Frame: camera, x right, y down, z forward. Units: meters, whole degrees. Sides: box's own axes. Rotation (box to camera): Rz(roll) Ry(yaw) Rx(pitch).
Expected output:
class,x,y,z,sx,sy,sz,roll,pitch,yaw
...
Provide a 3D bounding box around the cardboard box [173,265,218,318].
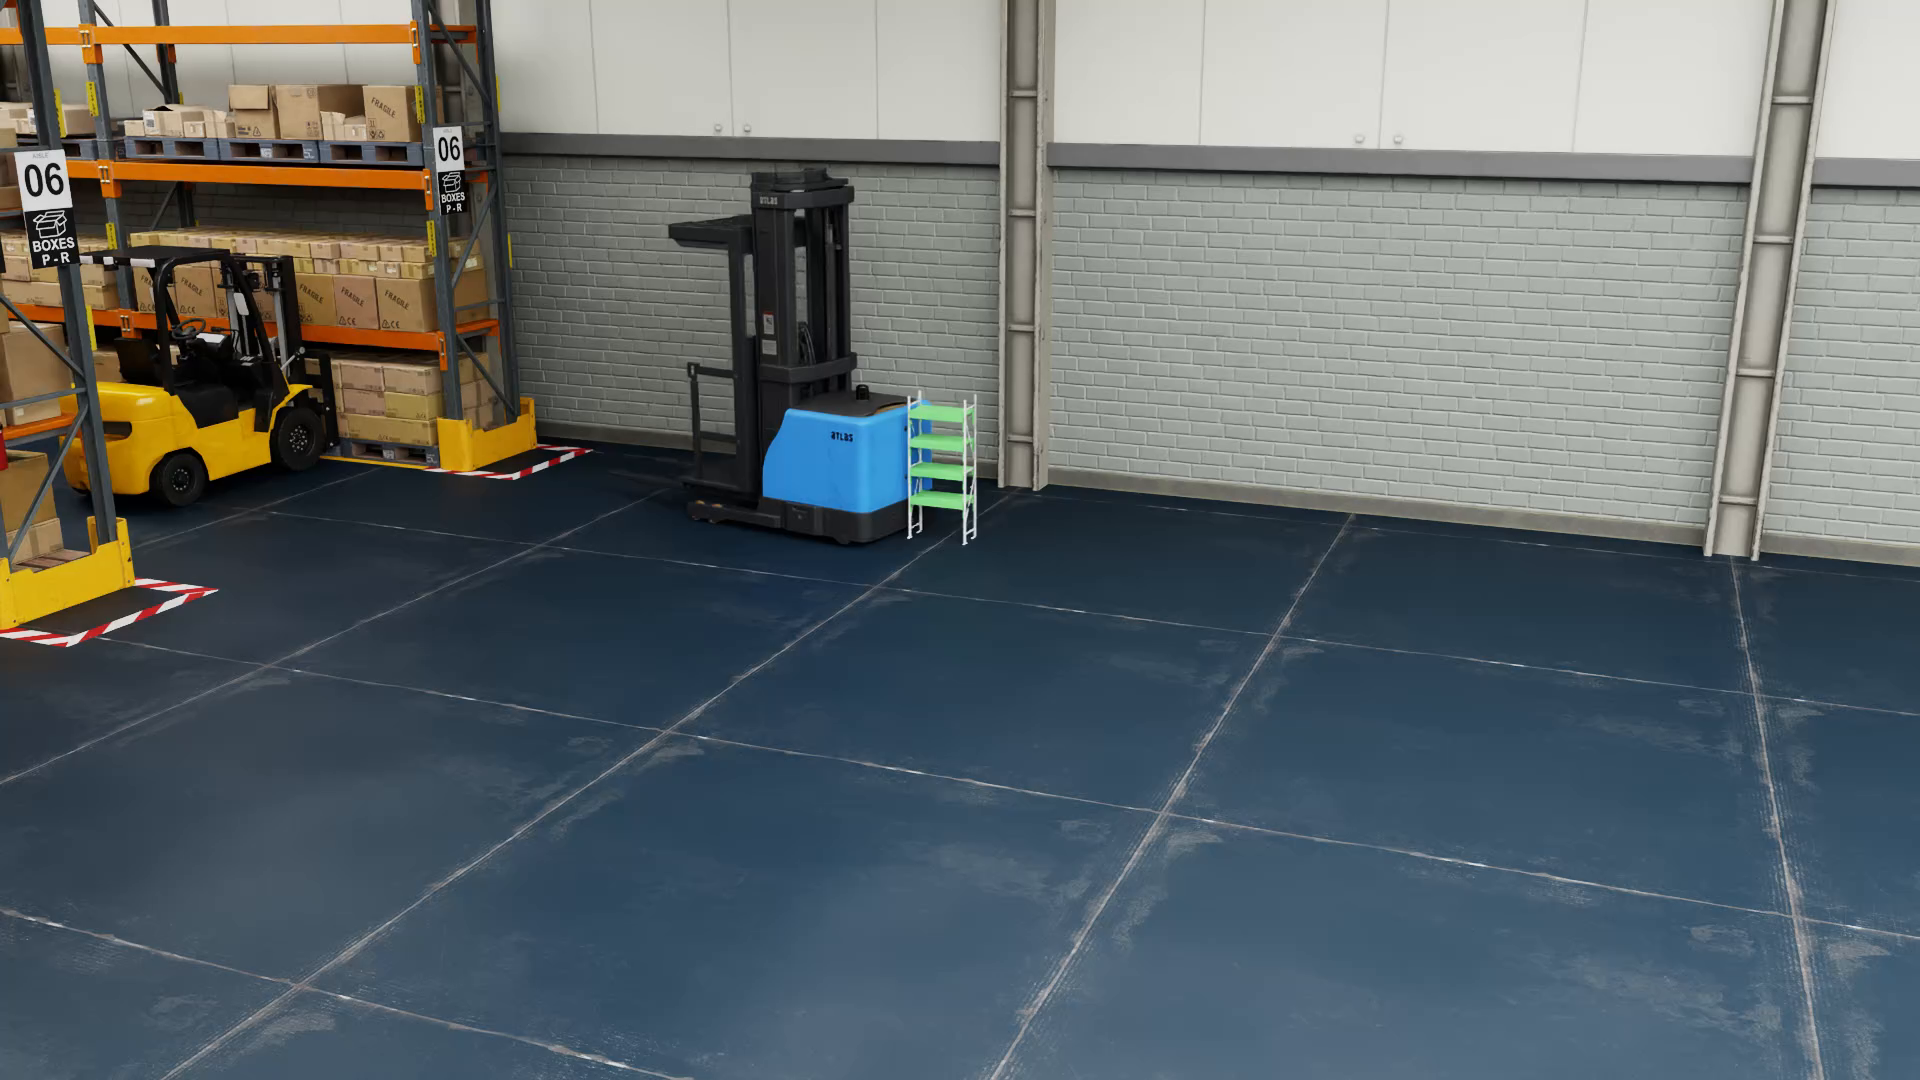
class,x,y,z,sx,sy,sz,roll,pitch,yaw
cardboard box,-7.592,-2.555,16.915,0.500,0.500,0.500,7,17,22

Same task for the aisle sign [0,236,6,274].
class,x,y,z,sx,sy,sz,roll,pitch,yaw
aisle sign,-6.545,-2.139,10.999,0.004,0.787,0.394,6,17,21

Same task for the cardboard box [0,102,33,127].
class,x,y,z,sx,sy,sz,roll,pitch,yaw
cardboard box,-9.876,-4.406,17.317,0.500,0.311,0.500,6,17,19

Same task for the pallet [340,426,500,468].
class,x,y,z,sx,sy,sz,roll,pitch,yaw
pallet,-5.405,-0.988,16.699,1.213,0.211,1.003,6,17,21

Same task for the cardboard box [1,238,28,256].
class,x,y,z,sx,sy,sz,roll,pitch,yaw
cardboard box,-9.998,-3.129,17.729,0.250,0.149,0.380,6,17,21

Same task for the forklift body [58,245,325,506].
class,x,y,z,sx,sy,sz,roll,pitch,yaw
forklift body,-7.112,-1.573,15.235,1.214,2.155,2.313,6,17,21

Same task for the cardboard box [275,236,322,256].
class,x,y,z,sx,sy,sz,roll,pitch,yaw
cardboard box,-6.518,-2.900,16.405,0.250,0.149,0.380,7,17,21

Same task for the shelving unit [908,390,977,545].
class,x,y,z,sx,sy,sz,roll,pitch,yaw
shelving unit,-0.144,-0.591,13.557,0.503,1.200,0.258,7,17,22

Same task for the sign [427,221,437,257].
class,x,y,z,sx,sy,sz,roll,pitch,yaw
sign,-4.890,-2.790,15.404,0.005,0.325,0.100,6,17,21

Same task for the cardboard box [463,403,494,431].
class,x,y,z,sx,sy,sz,roll,pitch,yaw
cardboard box,-5.063,-1.242,16.750,0.500,0.250,0.500,6,17,21

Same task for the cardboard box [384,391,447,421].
class,x,y,z,sx,sy,sz,roll,pitch,yaw
cardboard box,-5.246,-1.350,16.225,0.500,0.250,0.500,6,17,20

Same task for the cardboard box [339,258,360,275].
class,x,y,z,sx,sy,sz,roll,pitch,yaw
cardboard box,-5.798,-2.671,16.152,0.250,0.149,0.380,6,17,20

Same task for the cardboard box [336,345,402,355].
class,x,y,z,sx,sy,sz,roll,pitch,yaw
cardboard box,-5.983,-1.824,16.960,0.500,0.250,0.500,6,17,20

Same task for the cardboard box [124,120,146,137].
class,x,y,z,sx,sy,sz,roll,pitch,yaw
cardboard box,-8.093,-4.114,16.602,0.250,0.149,0.380,7,17,22

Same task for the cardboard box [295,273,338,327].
class,x,y,z,sx,sy,sz,roll,pitch,yaw
cardboard box,-6.189,-2.398,16.374,0.500,0.500,0.500,6,17,20

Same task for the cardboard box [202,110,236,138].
class,x,y,z,sx,sy,sz,roll,pitch,yaw
cardboard box,-7.130,-4.064,16.221,0.258,0.266,0.396,6,17,19

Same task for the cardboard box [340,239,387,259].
class,x,y,z,sx,sy,sz,roll,pitch,yaw
cardboard box,-5.787,-2.826,16.151,0.250,0.149,0.380,6,17,21

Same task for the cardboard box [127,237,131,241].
class,x,y,z,sx,sy,sz,roll,pitch,yaw
cardboard box,-8.878,-3.161,17.840,0.250,0.149,0.380,6,17,19

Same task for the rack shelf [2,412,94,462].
class,x,y,z,sx,sy,sz,roll,pitch,yaw
rack shelf,-8.357,-0.831,12.447,4.000,0.370,1.077,6,17,21

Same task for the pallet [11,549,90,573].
class,x,y,z,sx,sy,sz,roll,pitch,yaw
pallet,-7.310,0.267,12.375,1.213,0.211,1.003,6,17,21

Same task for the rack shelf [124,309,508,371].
class,x,y,z,sx,sy,sz,roll,pitch,yaw
rack shelf,-6.539,-2.119,16.883,4.000,0.370,1.077,6,17,21

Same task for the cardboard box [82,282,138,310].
class,x,y,z,sx,sy,sz,roll,pitch,yaw
cardboard box,-8.964,-2.581,17.452,0.500,0.250,0.500,7,17,22

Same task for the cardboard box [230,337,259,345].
class,x,y,z,sx,sy,sz,roll,pitch,yaw
cardboard box,-7.394,-1.982,17.507,0.500,0.250,0.500,6,17,20

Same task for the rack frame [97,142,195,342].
class,x,y,z,sx,sy,sz,roll,pitch,yaw
rack frame,-8.399,-2.669,17.487,0.127,3.000,1.000,6,17,21

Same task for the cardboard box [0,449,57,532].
class,x,y,z,sx,sy,sz,roll,pitch,yaw
cardboard box,-7.167,-0.370,12.401,0.500,0.500,0.500,6,17,19

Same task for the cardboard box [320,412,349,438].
class,x,y,z,sx,sy,sz,roll,pitch,yaw
cardboard box,-6.153,-1.214,16.654,0.500,0.250,0.500,6,17,21

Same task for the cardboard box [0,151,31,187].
class,x,y,z,sx,sy,sz,roll,pitch,yaw
cardboard box,-6.866,-2.604,11.619,0.500,0.250,0.500,6,17,20

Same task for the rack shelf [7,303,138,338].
class,x,y,z,sx,sy,sz,roll,pitch,yaw
rack shelf,-10.260,-2.528,18.292,4.000,0.370,1.077,6,17,21

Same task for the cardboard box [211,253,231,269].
class,x,y,z,sx,sy,sz,roll,pitch,yaw
cardboard box,-7.260,-2.811,16.632,0.250,0.149,0.380,6,17,20

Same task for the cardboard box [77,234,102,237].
class,x,y,z,sx,sy,sz,roll,pitch,yaw
cardboard box,-9.577,-3.240,18.110,0.250,0.149,0.380,6,17,21

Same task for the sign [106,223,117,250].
class,x,y,z,sx,sy,sz,roll,pitch,yaw
sign,-8.589,-3.045,16.849,0.005,0.325,0.100,6,17,21

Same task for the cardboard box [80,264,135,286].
class,x,y,z,sx,sy,sz,roll,pitch,yaw
cardboard box,-8.950,-2.821,17.383,0.500,0.250,0.500,6,17,19

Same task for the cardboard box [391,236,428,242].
class,x,y,z,sx,sy,sz,roll,pitch,yaw
cardboard box,-5.394,-2.911,16.444,0.250,0.149,0.380,7,17,22

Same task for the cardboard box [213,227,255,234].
class,x,y,z,sx,sy,sz,roll,pitch,yaw
cardboard box,-7.522,-3.157,17.292,0.250,0.149,0.380,6,17,20

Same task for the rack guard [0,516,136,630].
class,x,y,z,sx,sy,sz,roll,pitch,yaw
rack guard,-6.567,0.221,12.017,0.348,0.500,1.175,6,17,21

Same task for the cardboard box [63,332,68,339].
class,x,y,z,sx,sy,sz,roll,pitch,yaw
cardboard box,-10.308,-1.939,18.477,0.625,0.625,0.875,6,17,18

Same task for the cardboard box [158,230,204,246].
class,x,y,z,sx,sy,sz,roll,pitch,yaw
cardboard box,-7.929,-3.063,16.968,0.250,0.149,0.380,7,17,21

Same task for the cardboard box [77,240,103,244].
class,x,y,z,sx,sy,sz,roll,pitch,yaw
cardboard box,-9.254,-3.066,17.513,0.250,0.149,0.380,6,17,21

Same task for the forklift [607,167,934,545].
class,x,y,z,sx,sy,sz,roll,pitch,yaw
forklift,-1.738,-1.659,14.132,3.031,2.935,1.130,10,19,31

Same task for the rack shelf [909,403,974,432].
class,x,y,z,sx,sy,sz,roll,pitch,yaw
rack shelf,-0.144,-0.991,13.441,0.480,0.148,0.258,7,17,22

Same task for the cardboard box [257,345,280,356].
class,x,y,z,sx,sy,sz,roll,pitch,yaw
cardboard box,-7.125,-1.797,16.868,0.500,0.250,0.500,7,18,23

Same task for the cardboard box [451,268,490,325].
class,x,y,z,sx,sy,sz,roll,pitch,yaw
cardboard box,-5.037,-2.431,16.487,0.500,0.500,0.500,7,18,22

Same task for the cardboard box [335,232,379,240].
class,x,y,z,sx,sy,sz,roll,pitch,yaw
cardboard box,-6.081,-3.013,16.795,0.250,0.149,0.380,6,17,19

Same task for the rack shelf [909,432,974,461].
class,x,y,z,sx,sy,sz,roll,pitch,yaw
rack shelf,-0.144,-0.760,13.508,0.480,0.148,0.258,7,17,22

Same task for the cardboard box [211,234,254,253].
class,x,y,z,sx,sy,sz,roll,pitch,yaw
cardboard box,-7.242,-2.962,16.621,0.250,0.149,0.380,6,17,20

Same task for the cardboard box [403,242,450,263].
class,x,y,z,sx,sy,sz,roll,pitch,yaw
cardboard box,-5.089,-2.744,15.870,0.250,0.149,0.380,6,17,21

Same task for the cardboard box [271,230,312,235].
class,x,y,z,sx,sy,sz,roll,pitch,yaw
cardboard box,-6.812,-3.078,17.019,0.250,0.149,0.380,6,17,20

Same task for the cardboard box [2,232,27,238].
class,x,y,z,sx,sy,sz,roll,pitch,yaw
cardboard box,-10.308,-3.305,18.335,0.250,0.149,0.380,7,18,22

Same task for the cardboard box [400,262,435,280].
class,x,y,z,sx,sy,sz,roll,pitch,yaw
cardboard box,-5.104,-2.582,15.845,0.250,0.149,0.380,7,17,21

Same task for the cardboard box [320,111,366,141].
class,x,y,z,sx,sy,sz,roll,pitch,yaw
cardboard box,-5.797,-3.917,15.716,0.258,0.266,0.396,6,17,21

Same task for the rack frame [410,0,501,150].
class,x,y,z,sx,sy,sz,roll,pitch,yaw
rack frame,-4.678,-5.141,15.241,0.127,3.000,1.000,6,17,21

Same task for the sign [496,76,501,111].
class,x,y,z,sx,sy,sz,roll,pitch,yaw
sign,-4.469,-4.302,16.020,0.005,0.325,0.100,6,17,21

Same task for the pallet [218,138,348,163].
class,x,y,z,sx,sy,sz,roll,pitch,yaw
pallet,-6.465,-3.861,16.373,1.213,0.211,1.003,6,17,21

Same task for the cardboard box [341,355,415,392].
class,x,y,z,sx,sy,sz,roll,pitch,yaw
cardboard box,-5.698,-1.638,16.322,0.500,0.250,0.500,7,17,22

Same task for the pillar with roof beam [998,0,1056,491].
class,x,y,z,sx,sy,sz,roll,pitch,yaw
pillar with roof beam,-0.993,-3.716,10.332,0.400,9.000,9.100,6,17,21

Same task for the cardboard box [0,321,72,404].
class,x,y,z,sx,sy,sz,roll,pitch,yaw
cardboard box,-6.835,-1.283,12.001,0.500,0.500,0.500,6,17,20

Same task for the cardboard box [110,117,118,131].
class,x,y,z,sx,sy,sz,roll,pitch,yaw
cardboard box,-9.117,-4.376,17.506,0.250,0.149,0.380,6,17,21
